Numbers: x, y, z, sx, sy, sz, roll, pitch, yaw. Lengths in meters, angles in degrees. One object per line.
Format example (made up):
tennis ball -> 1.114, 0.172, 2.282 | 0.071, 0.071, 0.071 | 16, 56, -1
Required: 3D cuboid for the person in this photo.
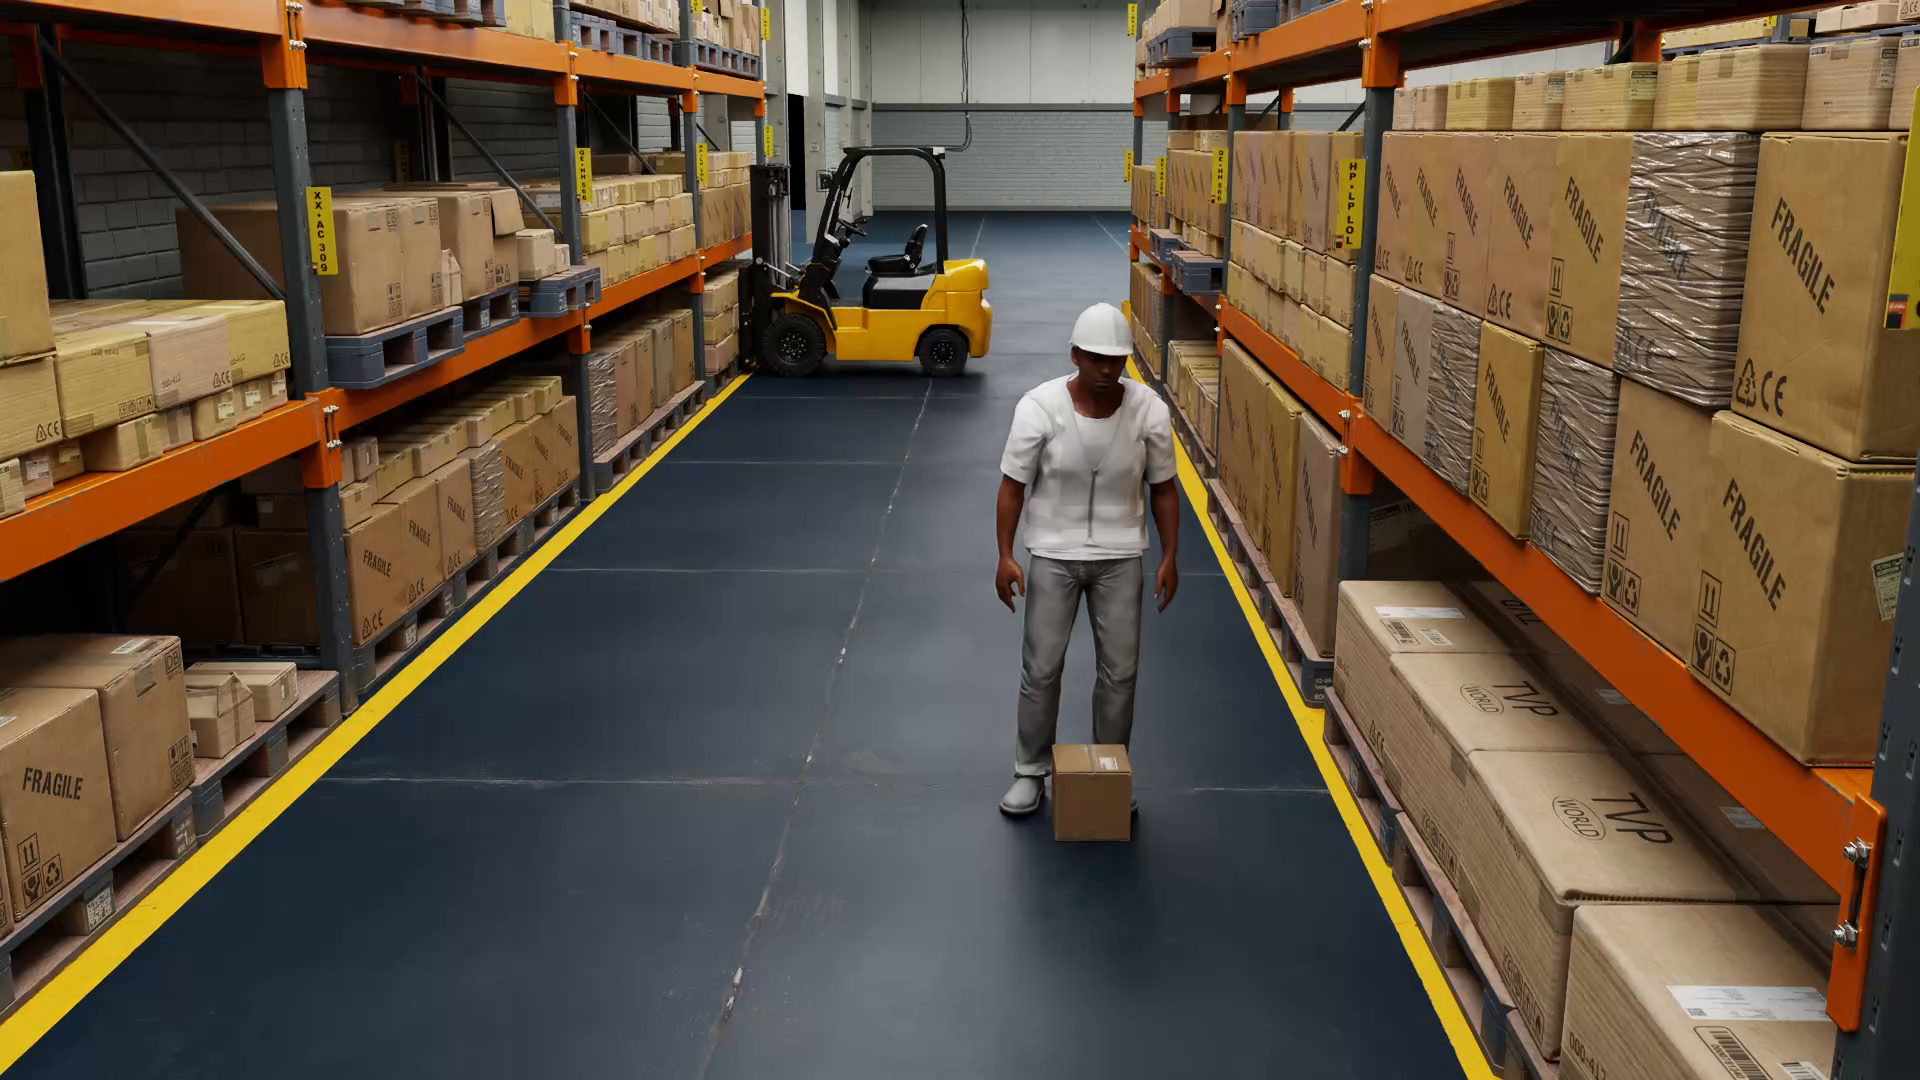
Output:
person -> 0.437, 0.070, 5.677 | 0.634, 1.759, 0.461 | 0, 14, -2
